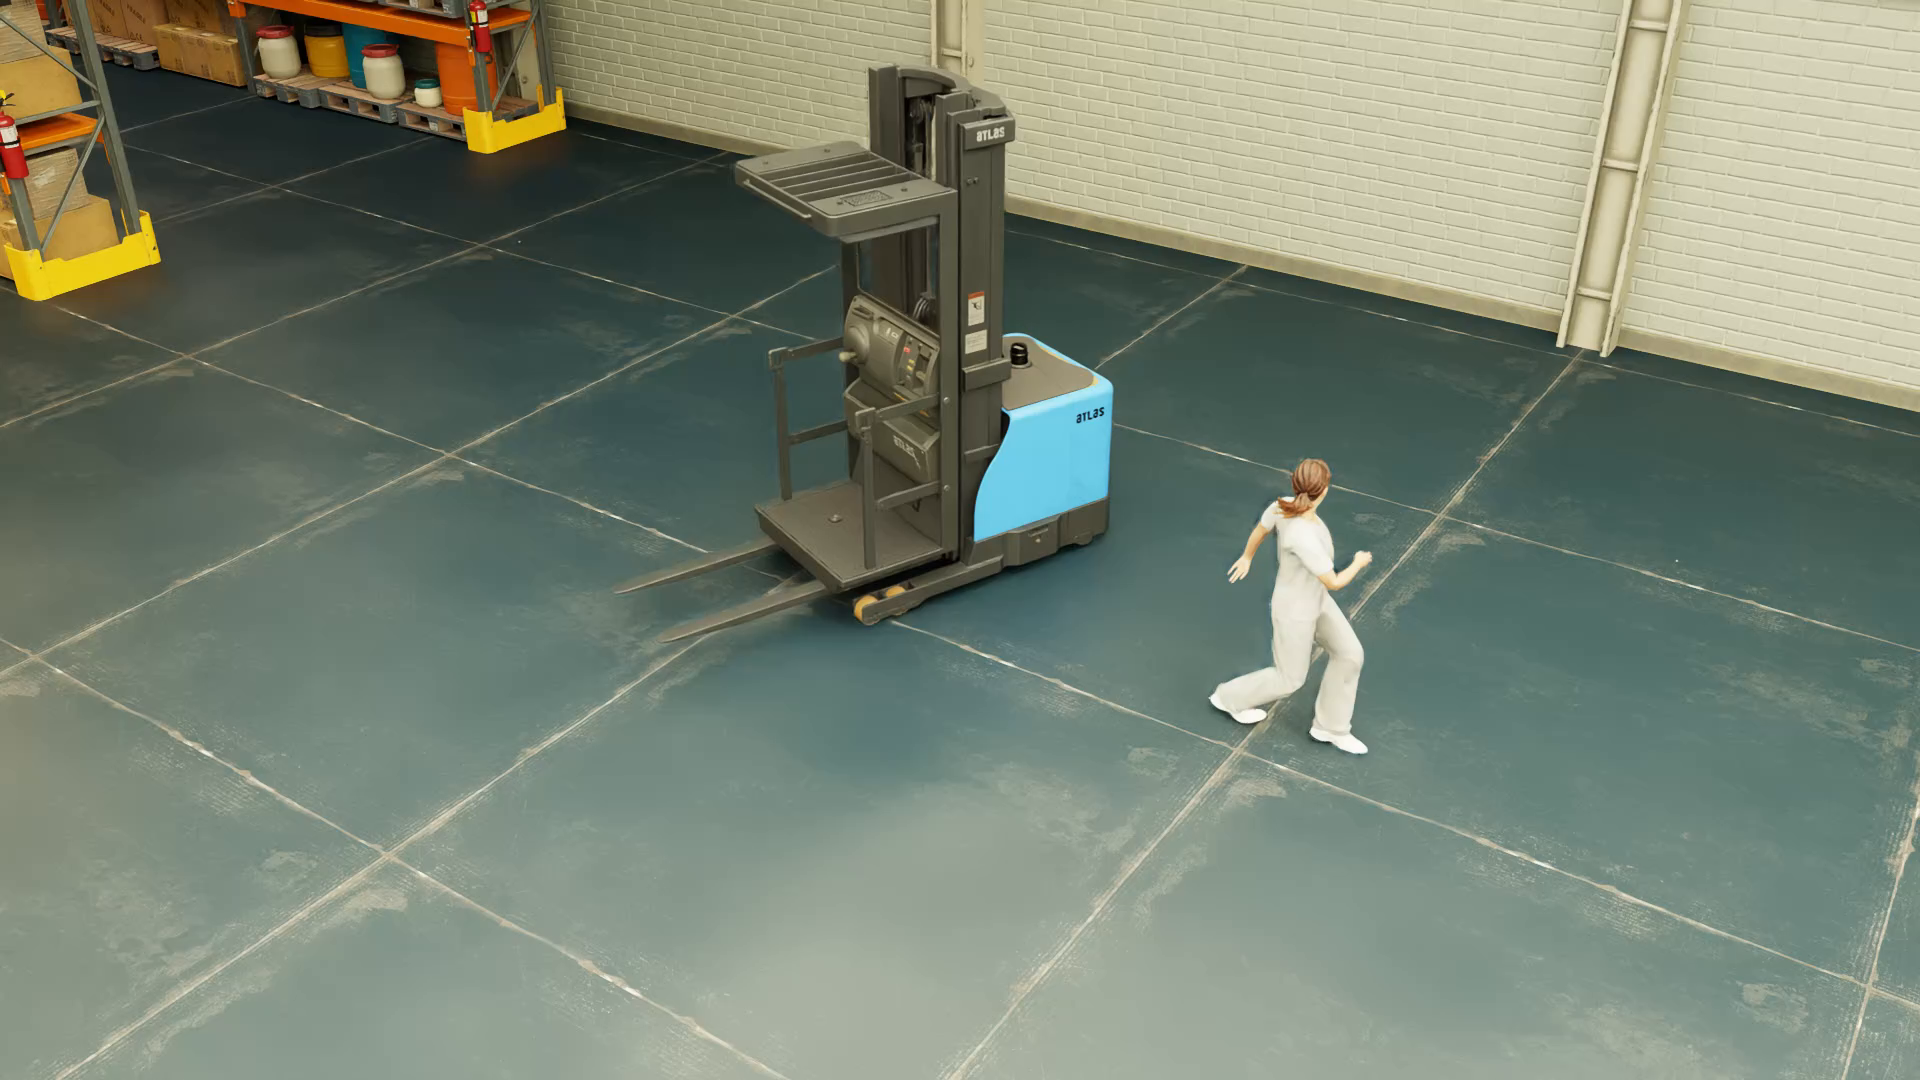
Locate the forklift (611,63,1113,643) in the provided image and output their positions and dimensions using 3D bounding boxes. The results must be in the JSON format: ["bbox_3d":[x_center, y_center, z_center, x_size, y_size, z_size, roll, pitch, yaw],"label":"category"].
[{"bbox_3d":[-0.569,-1.076,9.434,3.031,2.935,1.130,-19,35,-29],"label":"forklift"}]

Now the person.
[{"bbox_3d":[1.737,0.314,8.412,0.852,1.595,0.471,11,32,18],"label":"person"}]
